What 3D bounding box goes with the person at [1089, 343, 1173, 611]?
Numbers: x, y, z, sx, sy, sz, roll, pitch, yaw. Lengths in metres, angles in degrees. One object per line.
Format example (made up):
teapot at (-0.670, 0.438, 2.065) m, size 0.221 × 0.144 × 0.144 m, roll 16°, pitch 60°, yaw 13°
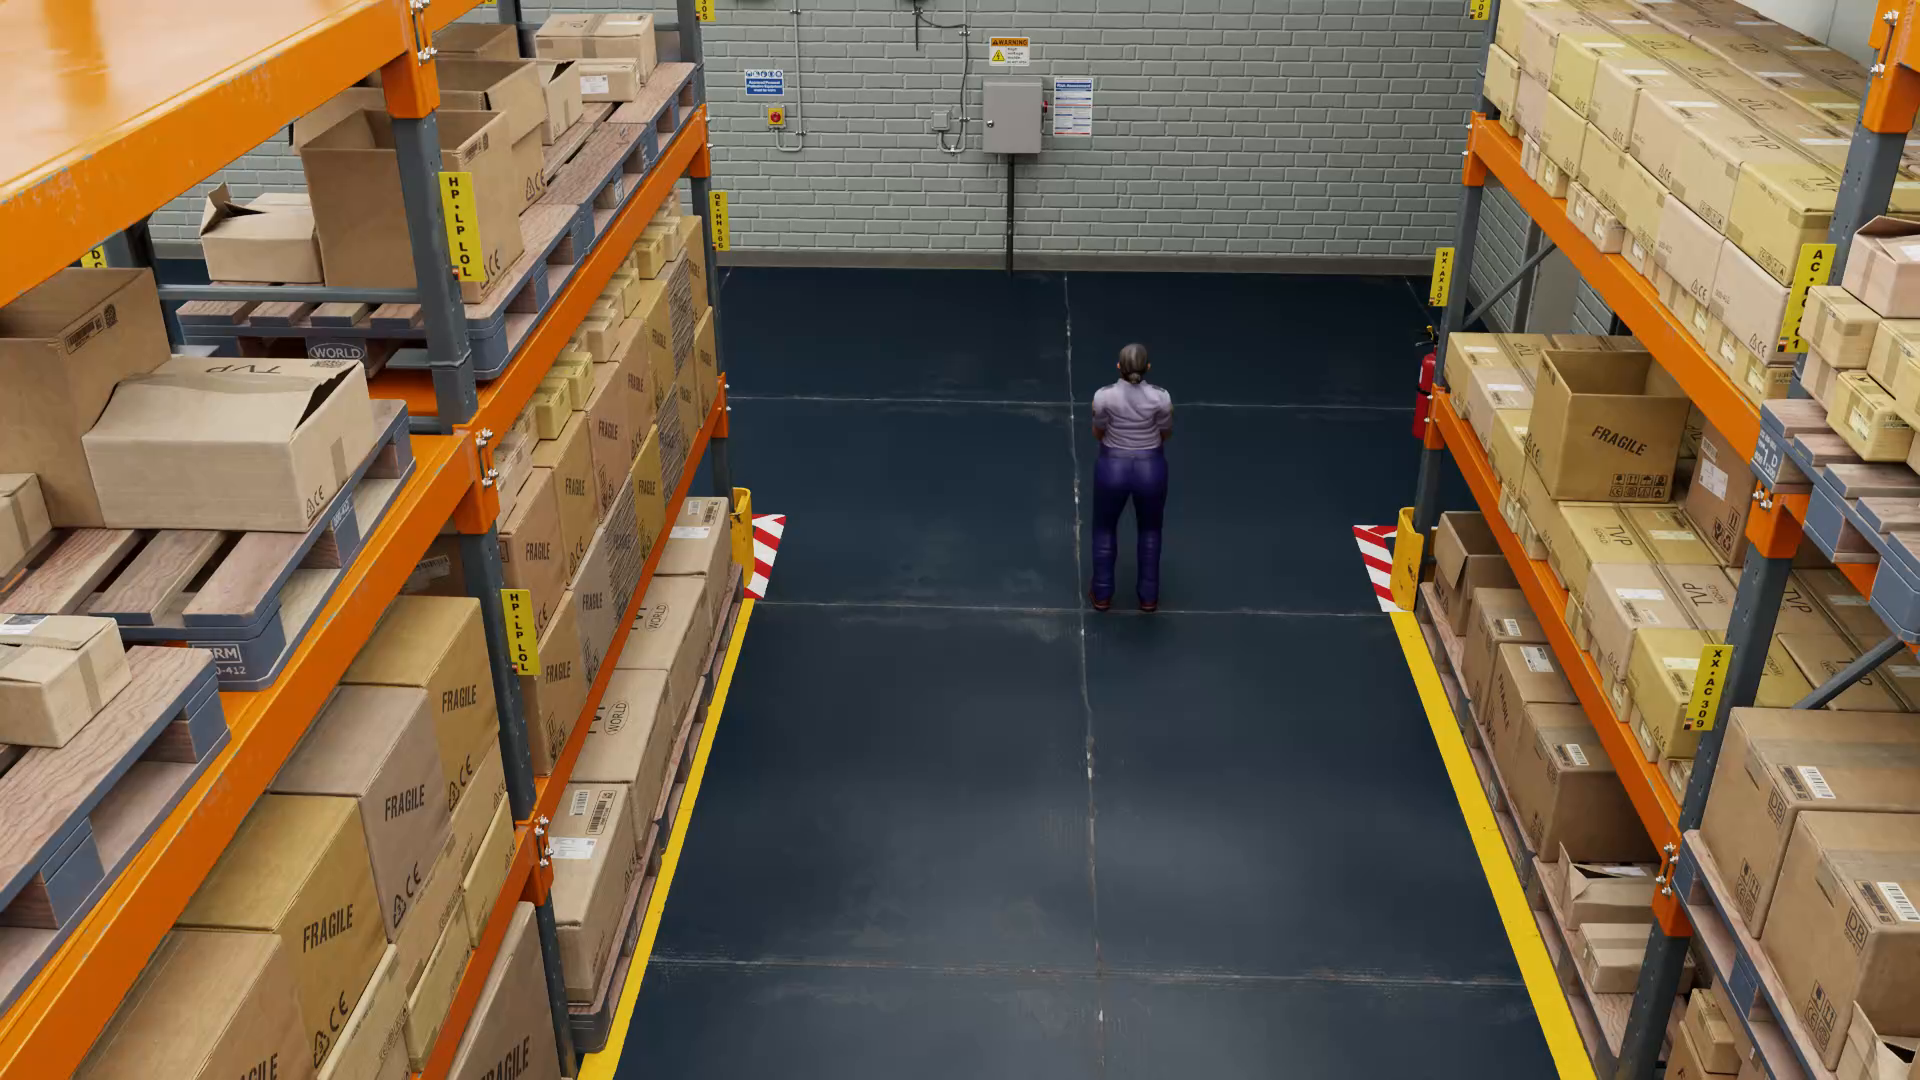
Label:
person at (0.954, -0.396, 9.390) m, size 0.453 × 1.636 × 0.524 m, roll 2°, pitch 28°, yaw 3°
